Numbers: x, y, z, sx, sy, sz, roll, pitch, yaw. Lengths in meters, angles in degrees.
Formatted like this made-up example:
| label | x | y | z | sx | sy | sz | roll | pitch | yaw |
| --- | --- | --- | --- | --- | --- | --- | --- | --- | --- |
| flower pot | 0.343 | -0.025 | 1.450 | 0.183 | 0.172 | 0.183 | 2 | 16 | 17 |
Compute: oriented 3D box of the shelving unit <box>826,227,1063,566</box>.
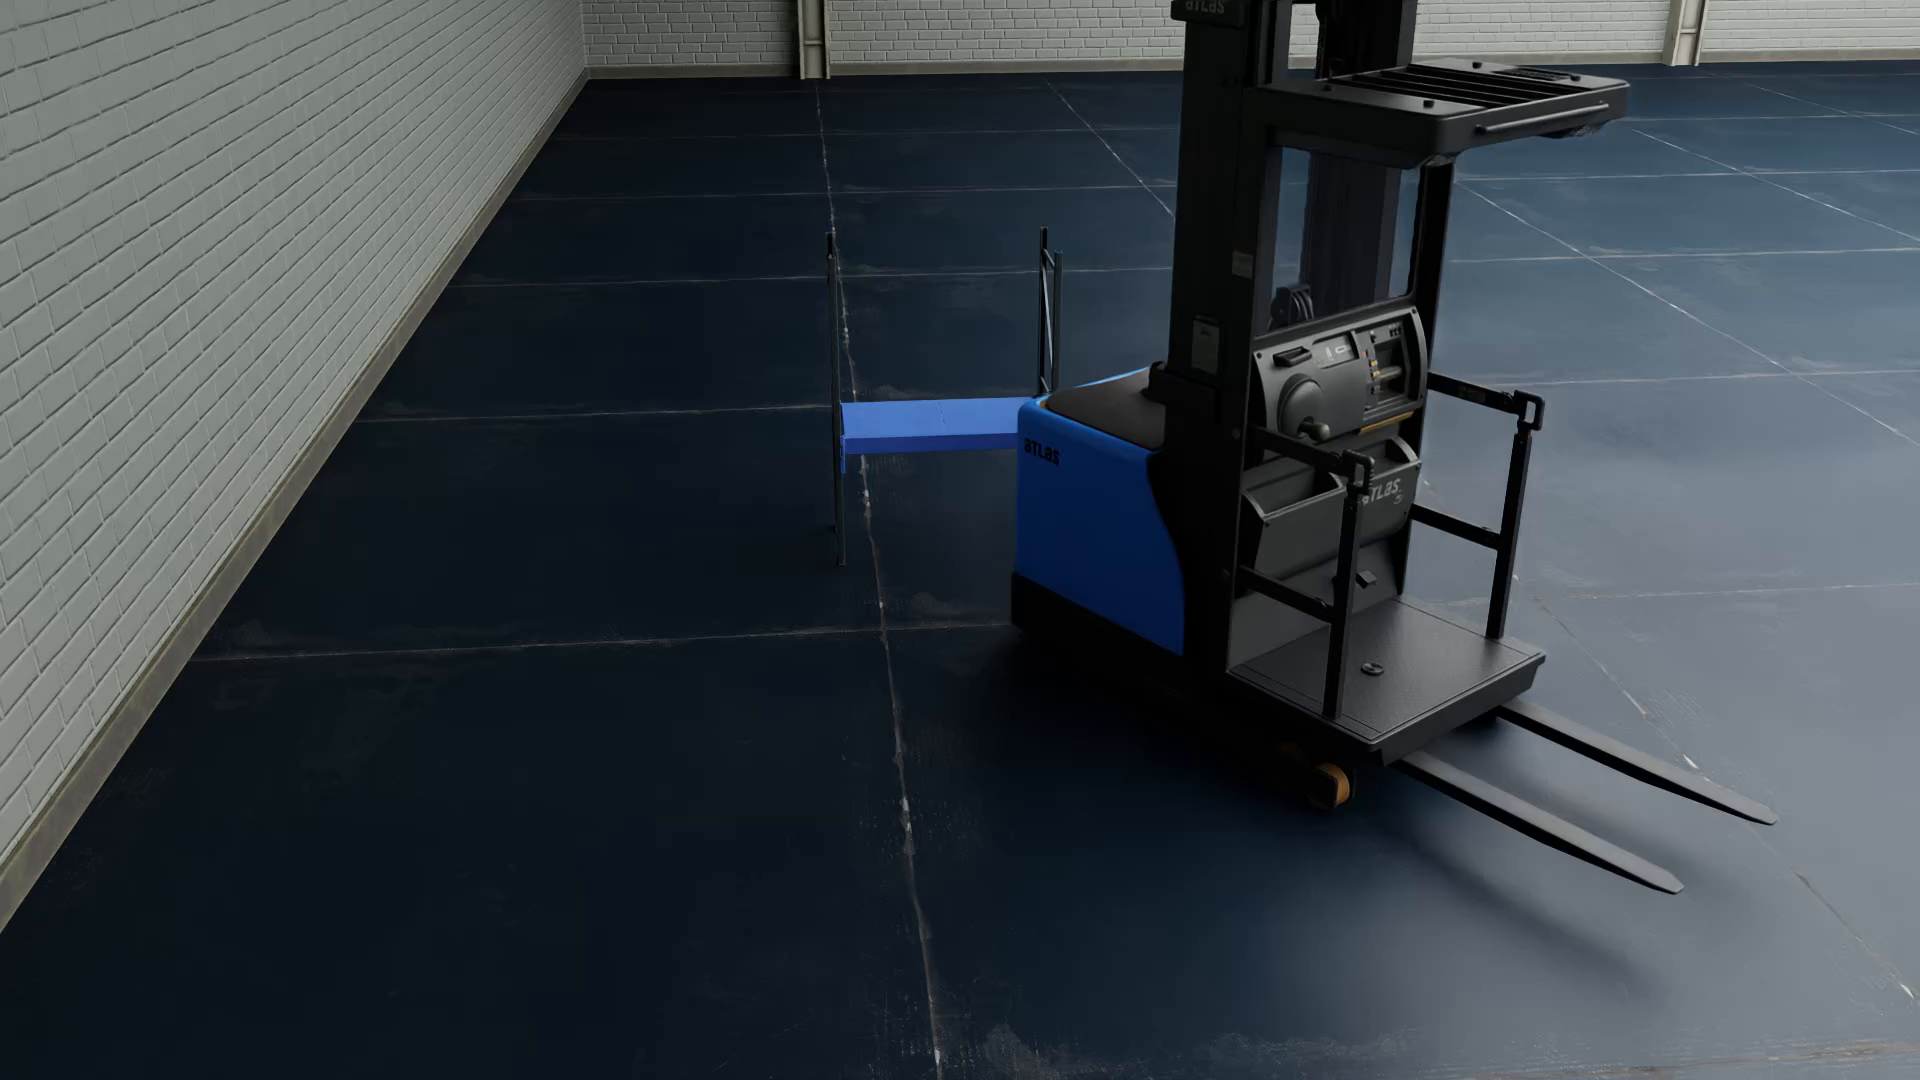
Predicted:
| label | x | y | z | sx | sy | sz | roll | pitch | yaw |
| --- | --- | --- | --- | --- | --- | --- | --- | --- | --- |
| shelving unit | -0.085 | -0.682 | 7.938 | 1.048 | 1.500 | 0.538 | -2 | 24 | -5 |

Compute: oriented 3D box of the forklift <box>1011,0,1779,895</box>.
| label | x | y | z | sx | sy | sz | roll | pitch | yaw |
| --- | --- | --- | --- | --- | --- | --- | --- | --- | --- |
| forklift | 1.543 | -0.590 | 5.968 | 1.130 | 2.935 | 3.031 | -18 | 30 | -35 |

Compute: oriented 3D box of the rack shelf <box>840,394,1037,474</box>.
| label | x | y | z | sx | sy | sz | roll | pitch | yaw |
| --- | --- | --- | --- | --- | --- | --- | --- | --- | --- |
| rack shelf | -0.085 | -0.518 | 8.011 | 1.000 | 0.185 | 0.538 | -2 | 24 | -5 |

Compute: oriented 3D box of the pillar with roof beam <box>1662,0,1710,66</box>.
| label | x | y | z | sx | sy | sz | roll | pitch | yaw |
| --- | --- | --- | --- | --- | --- | --- | --- | --- | --- |
| pillar with roof beam | 10.440 | -8.996 | 17.411 | 0.400 | 9.000 | 9.100 | -2 | 24 | -5 |

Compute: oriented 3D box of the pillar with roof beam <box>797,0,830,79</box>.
| label | x | y | z | sx | sy | sz | roll | pitch | yaw |
| --- | --- | --- | --- | --- | --- | --- | --- | --- | --- |
| pillar with roof beam | -1.502 | -8.517 | 16.333 | 0.400 | 9.000 | 9.100 | -2 | 24 | -5 |

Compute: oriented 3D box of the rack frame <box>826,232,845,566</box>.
| label | x | y | z | sx | sy | sz | roll | pitch | yaw |
| --- | --- | --- | --- | --- | --- | --- | --- | --- | --- |
| rack frame | -0.591 | -0.662 | 7.892 | 0.032 | 1.500 | 0.500 | -2 | 24 | -5 |

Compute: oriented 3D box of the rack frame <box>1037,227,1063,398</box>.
| label | x | y | z | sx | sy | sz | roll | pitch | yaw |
| --- | --- | --- | --- | --- | --- | --- | --- | --- | --- |
| rack frame | 0.421 | -0.702 | 7.983 | 0.032 | 1.500 | 0.500 | -2 | 24 | -5 |
